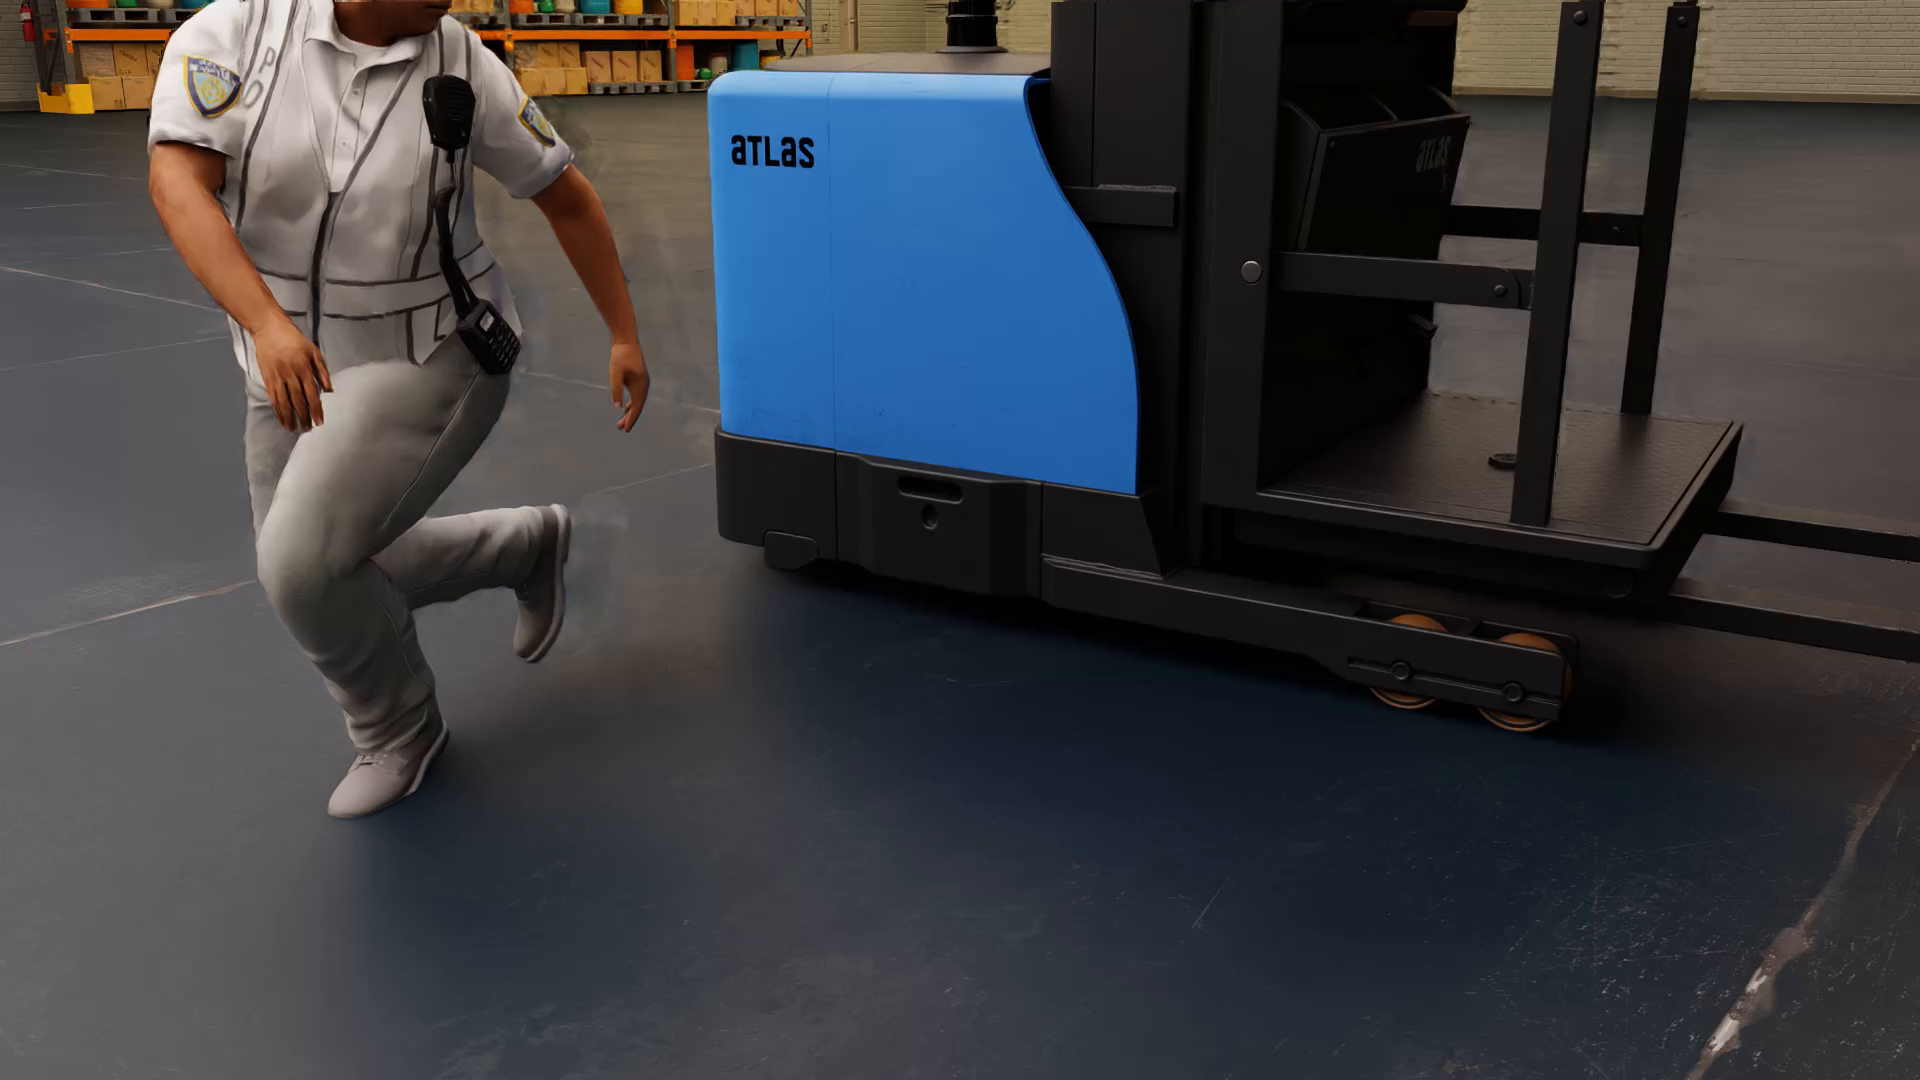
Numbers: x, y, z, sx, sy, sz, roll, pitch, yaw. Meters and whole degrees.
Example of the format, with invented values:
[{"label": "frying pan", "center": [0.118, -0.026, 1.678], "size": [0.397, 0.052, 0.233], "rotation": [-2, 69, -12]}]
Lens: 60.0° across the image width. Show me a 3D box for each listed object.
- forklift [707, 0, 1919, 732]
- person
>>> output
[{"label": "forklift", "center": [0.984, -1.249, 3.010], "size": [3.031, 2.935, 1.130], "rotation": [10, 19, 29]}, {"label": "person", "center": [-0.848, -0.319, 2.619], "size": [0.597, 1.444, 0.846], "rotation": [4, 17, 11]}]
